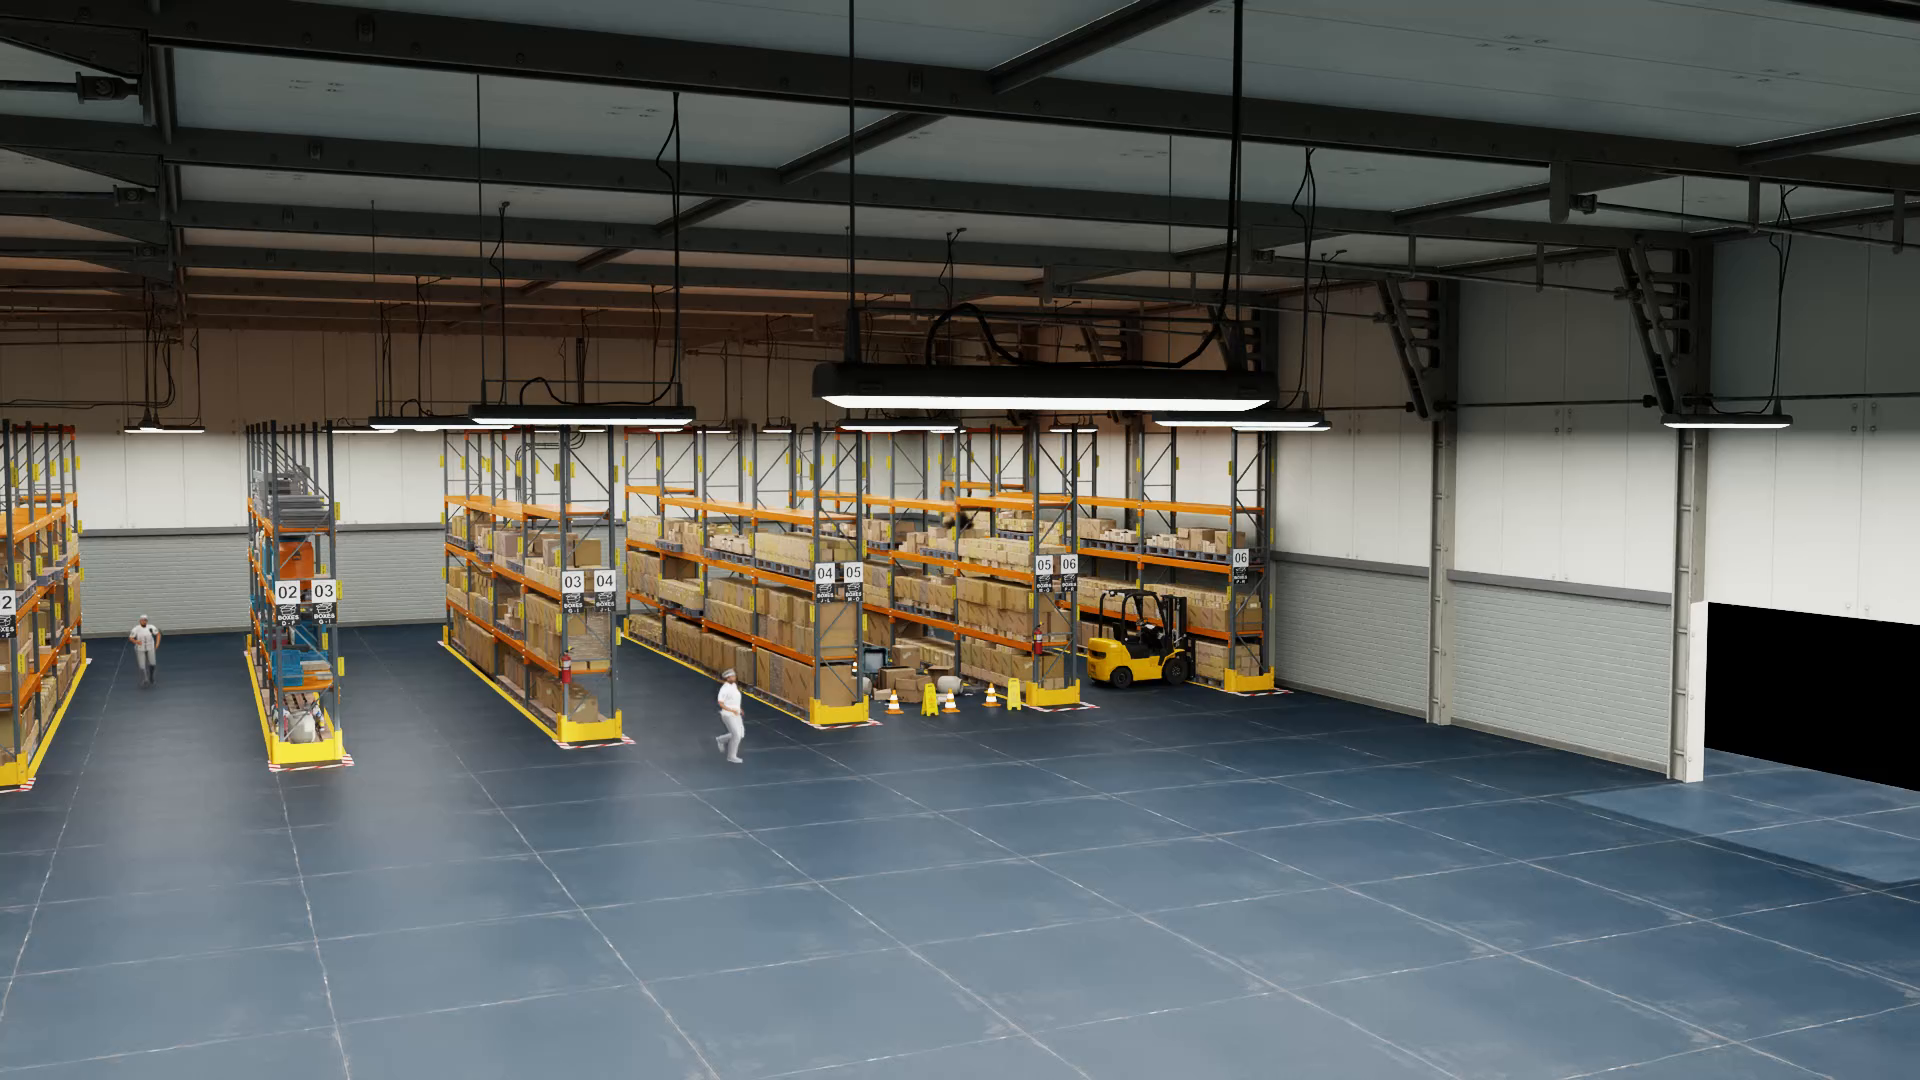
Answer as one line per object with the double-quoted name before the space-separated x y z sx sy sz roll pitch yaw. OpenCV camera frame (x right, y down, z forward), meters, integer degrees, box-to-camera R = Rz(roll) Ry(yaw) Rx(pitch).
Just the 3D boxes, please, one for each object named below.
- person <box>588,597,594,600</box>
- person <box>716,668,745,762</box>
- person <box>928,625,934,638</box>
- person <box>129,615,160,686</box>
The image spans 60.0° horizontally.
"person" -10.724 1.970 47.389 0.682 1.629 0.600 0 4 6
"person" -4.063 3.077 29.254 0.543 1.665 0.575 1 4 18
"person" -0.980 2.078 46.030 0.531 1.572 0.583 -1 4 -22
"person" -18.586 2.525 37.939 0.661 1.639 0.572 -2 4 -30
